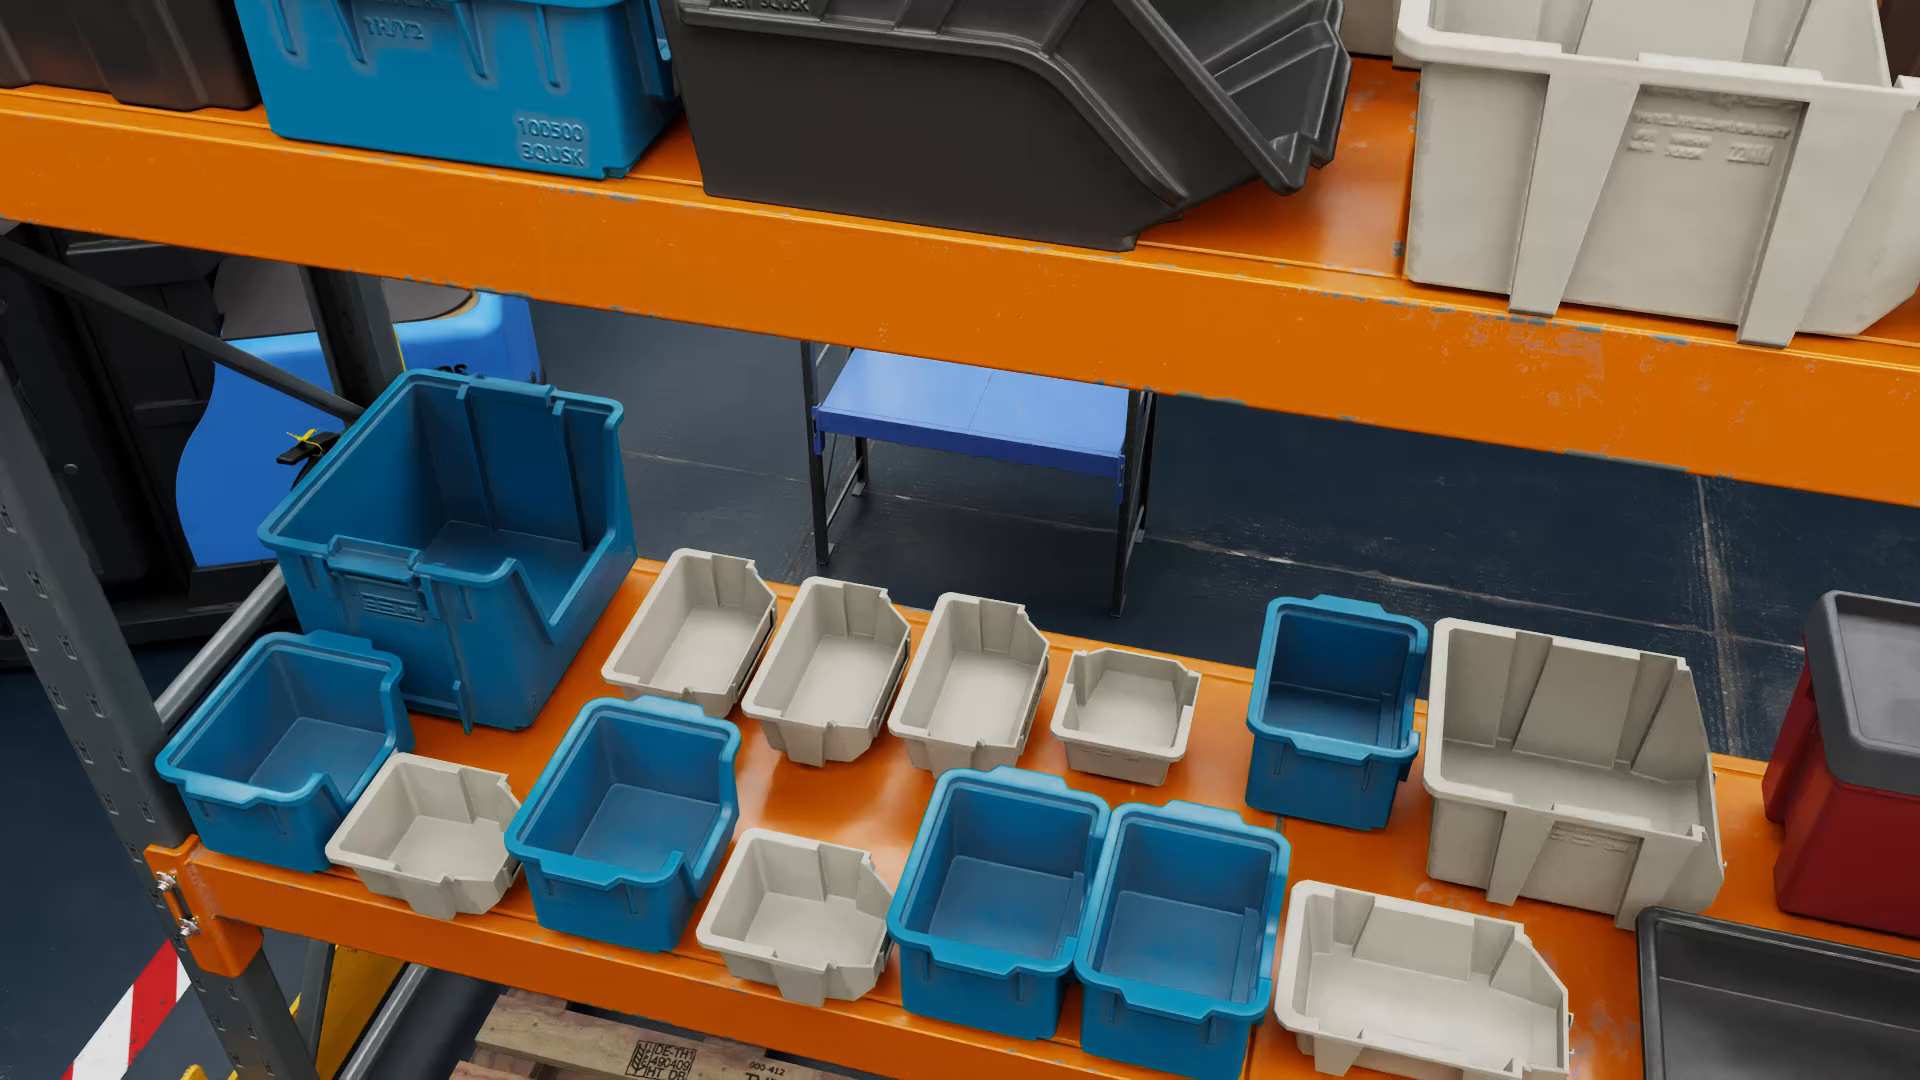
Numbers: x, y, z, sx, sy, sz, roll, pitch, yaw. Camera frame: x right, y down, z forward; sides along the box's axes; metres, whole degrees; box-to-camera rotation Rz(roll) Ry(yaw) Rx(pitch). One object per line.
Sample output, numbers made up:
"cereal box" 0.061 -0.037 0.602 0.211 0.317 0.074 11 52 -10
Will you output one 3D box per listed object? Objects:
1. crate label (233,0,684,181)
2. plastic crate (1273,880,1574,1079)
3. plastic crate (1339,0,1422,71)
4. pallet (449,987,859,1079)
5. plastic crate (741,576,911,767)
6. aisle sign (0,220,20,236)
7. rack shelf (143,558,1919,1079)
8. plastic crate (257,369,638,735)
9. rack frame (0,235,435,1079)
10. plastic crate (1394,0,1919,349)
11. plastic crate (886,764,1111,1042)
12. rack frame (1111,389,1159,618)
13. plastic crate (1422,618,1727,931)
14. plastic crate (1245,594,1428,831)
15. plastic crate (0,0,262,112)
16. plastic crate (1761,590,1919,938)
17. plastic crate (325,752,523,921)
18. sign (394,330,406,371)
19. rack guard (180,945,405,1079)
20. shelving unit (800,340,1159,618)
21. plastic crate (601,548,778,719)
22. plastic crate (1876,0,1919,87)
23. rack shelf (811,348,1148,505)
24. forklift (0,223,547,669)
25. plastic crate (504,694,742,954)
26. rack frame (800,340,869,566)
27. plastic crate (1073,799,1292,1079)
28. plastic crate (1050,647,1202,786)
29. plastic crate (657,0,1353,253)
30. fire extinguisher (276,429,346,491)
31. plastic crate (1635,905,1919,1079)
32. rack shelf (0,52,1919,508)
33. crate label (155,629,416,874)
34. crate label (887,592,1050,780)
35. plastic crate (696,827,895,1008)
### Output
"crate label" -0.549 -0.630 1.951 0.502 0.251 0.408 10 41 11
"plastic crate" 0.747 0.748 2.685 0.466 0.136 0.293 10 41 11
"plastic crate" 0.703 -0.751 2.184 0.530 0.136 0.437 10 41 11
"pallet" -0.570 1.337 3.994 1.213 0.211 1.003 10 41 11
"plastic crate" -0.246 0.266 3.259 0.243 0.136 0.396 10 41 11
"aisle sign" -1.503 -0.715 2.248 0.004 0.787 0.394 10 41 11
"rack shelf" 0.575 0.716 3.125 4.000 0.370 1.077 10 41 11
"plastic crate" -0.985 0.011 3.331 0.499 0.435 0.616 10 41 11
"rack frame" -1.357 0.108 3.289 0.127 3.000 1.000 10 41 11
"plastic crate" 0.704 -0.435 1.696 0.530 0.282 0.437 10 41 11
"plastic crate" 0.068 0.613 2.771 0.300 0.233 0.416 10 41 11
"rack frame" 0.573 -0.476 5.150 0.032 1.500 0.500 10 41 11
"plastic crate" 1.080 0.427 2.955 0.530 0.282 0.437 10 41 11
"plastic crate" 0.693 0.331 3.107 0.300 0.233 0.416 10 41 11
"plastic crate" -1.057 -0.754 2.084 0.590 0.269 0.497 10 41 11
"plastic crate" 1.709 0.421 2.820 0.583 0.464 0.402 10 41 11
"plastic crate" -0.915 0.536 2.938 0.298 0.136 0.250 10 41 11
"sign" -1.230 -0.299 3.647 0.005 0.325 0.100 10 41 11
"rack guard" -1.383 1.069 4.088 0.348 0.500 1.175 10 41 11
"shelving unit" 0.082 -0.560 5.251 1.048 1.500 0.538 10 41 11
"plastic crate" -0.522 0.209 3.327 0.243 0.136 0.396 10 41 11
"plastic crate" 1.378 -0.703 2.024 0.590 0.269 0.497 10 41 11
"rack shelf" 0.082 -0.422 5.366 1.000 0.185 0.538 10 41 11
"forklift" -2.912 -1.065 4.738 3.031 2.935 1.130 -7 41 -9
"plastic crate" -0.568 0.504 2.901 0.300 0.233 0.416 10 41 11
"rack frame" -0.409 -0.645 5.351 0.032 1.500 0.500 10 41 11
"plastic crate" 0.358 0.663 2.712 0.300 0.233 0.416 10 41 11
"plastic crate" 0.320 0.335 3.177 0.250 0.136 0.298 10 41 11
"plastic crate" 0.048 -0.592 1.839 0.767 0.338 0.504 10 41 11
"fire extinguisher" -1.385 -0.027 3.800 0.183 0.674 0.296 10 41 11
"plastic crate" 1.356 0.836 2.590 0.590 0.125 0.437 10 41 11
"rack shelf" 0.575 -0.433 2.160 4.000 0.370 1.077 10 41 11
"crate label" -1.204 0.394 3.032 0.303 0.233 0.416 10 41 11
"crate label" 0.029 0.297 3.222 0.243 0.136 0.396 10 41 11
"plastic crate" -0.260 0.649 2.804 0.298 0.136 0.250 10 41 11
